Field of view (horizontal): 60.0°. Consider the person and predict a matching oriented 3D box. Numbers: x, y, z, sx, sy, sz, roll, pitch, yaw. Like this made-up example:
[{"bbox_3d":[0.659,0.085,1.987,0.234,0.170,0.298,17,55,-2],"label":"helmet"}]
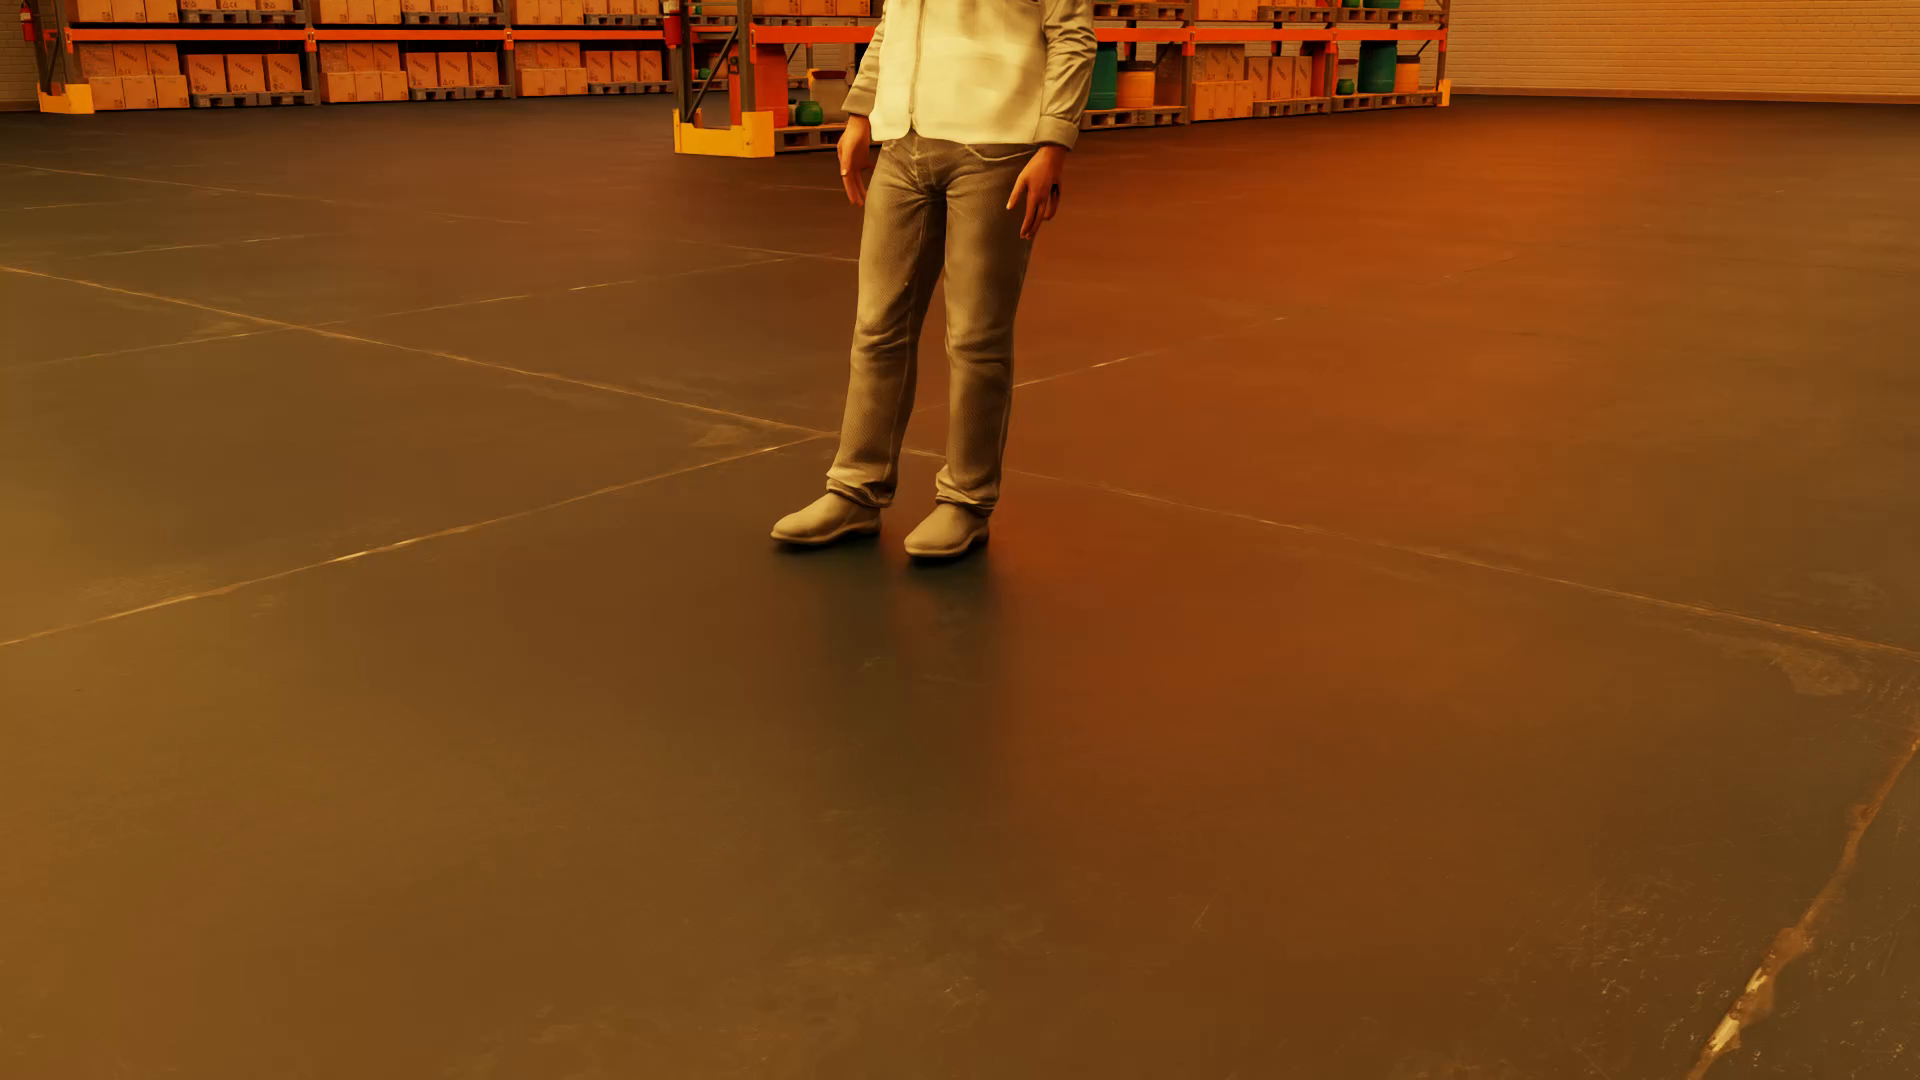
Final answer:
[{"bbox_3d":[-0.046,-0.843,3.640,0.634,1.775,0.566,13,21,37],"label":"person"}]
